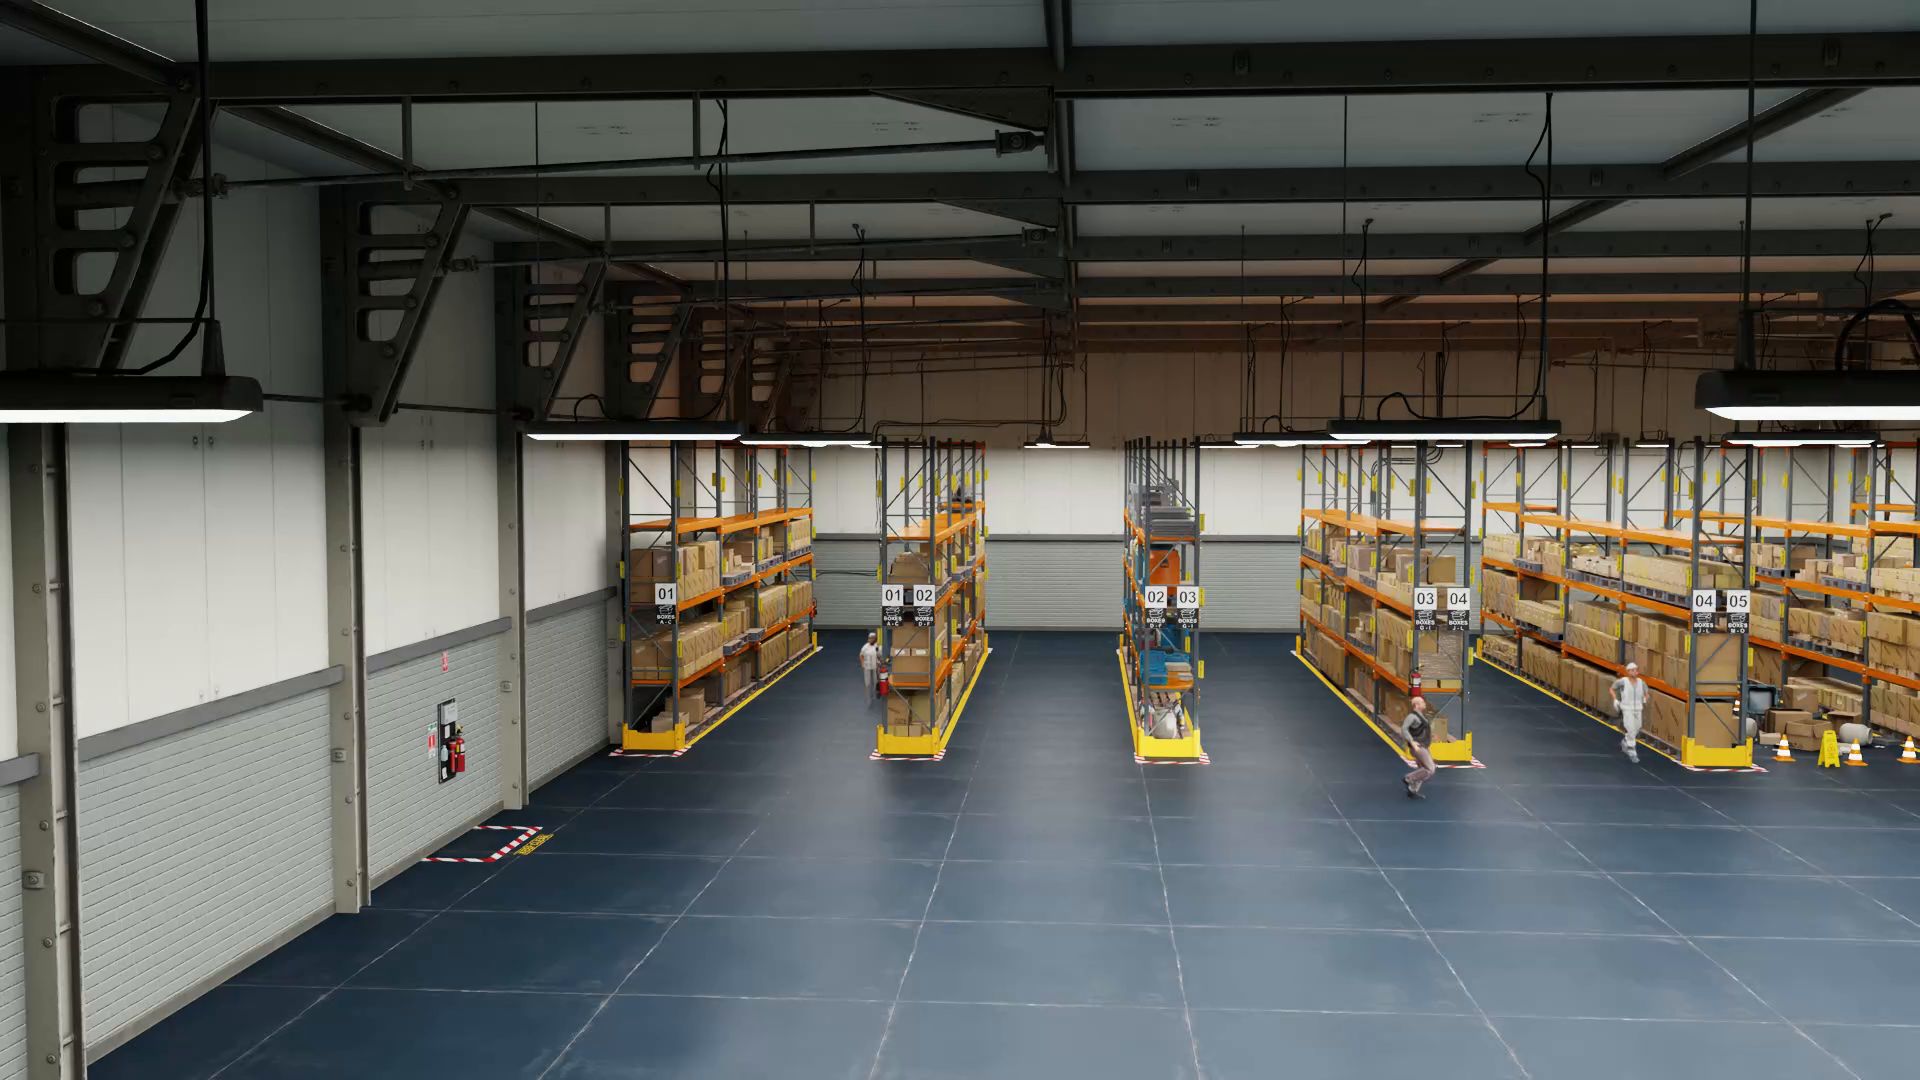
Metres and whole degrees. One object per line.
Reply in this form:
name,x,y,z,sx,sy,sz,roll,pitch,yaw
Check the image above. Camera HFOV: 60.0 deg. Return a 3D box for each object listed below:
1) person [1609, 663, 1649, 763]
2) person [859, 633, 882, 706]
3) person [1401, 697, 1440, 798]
person,12.430,3.170,30.822,0.664,1.800,0.879,0,3,-4
person,-1.988,2.904,37.547,0.611,1.619,0.652,0,3,3
person,7.593,3.418,27.340,0.566,1.682,0.650,2,4,32
